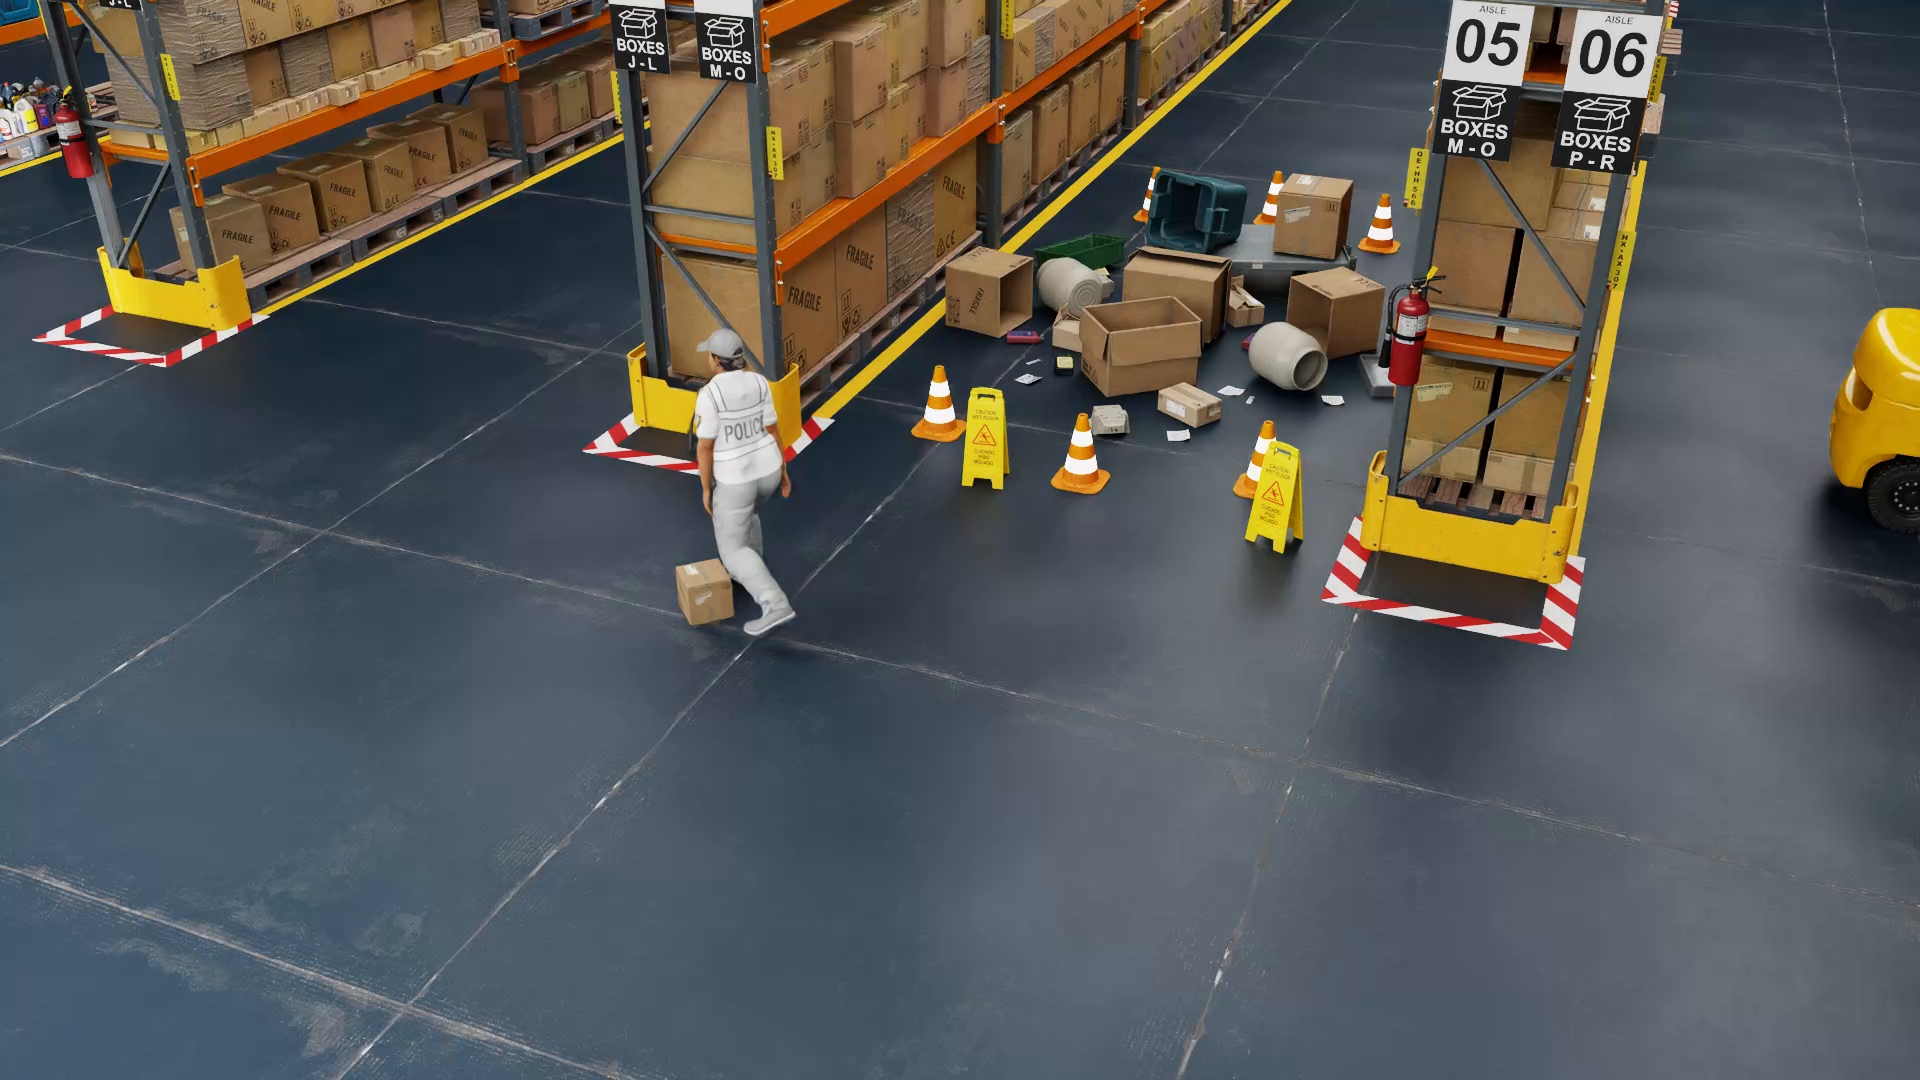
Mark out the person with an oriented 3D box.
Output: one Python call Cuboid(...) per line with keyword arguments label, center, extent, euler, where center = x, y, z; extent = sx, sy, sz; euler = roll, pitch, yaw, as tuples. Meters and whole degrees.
Cuboid(label="person", center=(-1.138, -0.312, 8.947), extent=(0.538, 1.603, 0.849), euler=(-26, 39, -38))
